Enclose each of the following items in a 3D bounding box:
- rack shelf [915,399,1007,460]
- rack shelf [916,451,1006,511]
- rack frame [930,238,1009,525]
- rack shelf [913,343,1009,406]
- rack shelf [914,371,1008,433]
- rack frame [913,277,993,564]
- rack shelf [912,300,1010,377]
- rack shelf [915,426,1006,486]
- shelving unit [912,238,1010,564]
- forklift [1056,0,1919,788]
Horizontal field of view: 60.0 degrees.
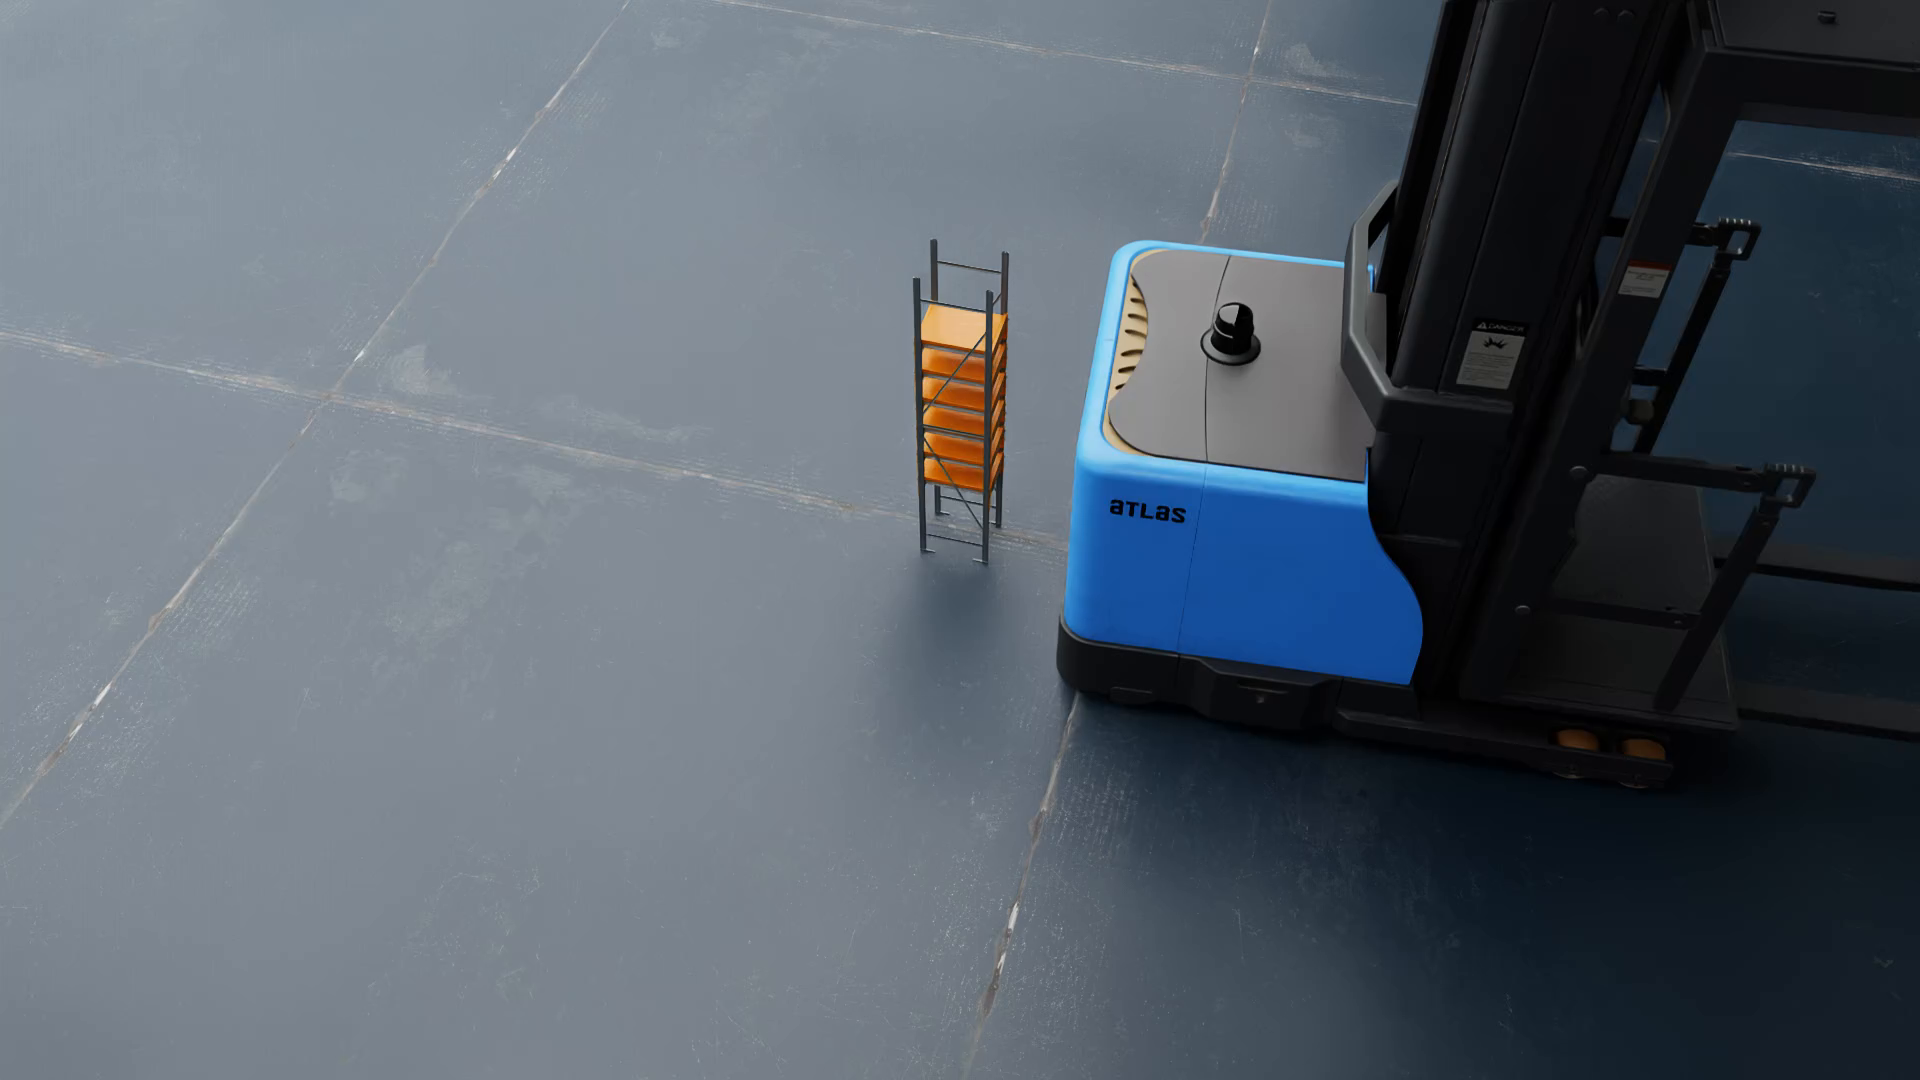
[{"bbox_3d":[0.004,-0.378,5.343,0.258,0.103,0.180,12,50,10],"label":"rack shelf"},{"bbox_3d":[0.004,-0.219,5.523,0.258,0.103,0.180,12,50,10],"label":"rack shelf"},{"bbox_3d":[0.028,-0.474,5.368,0.240,1.200,0.006,12,50,10],"label":"rack frame"},{"bbox_3d":[0.004,-0.537,5.163,0.258,0.103,0.180,12,50,10],"label":"rack shelf"},{"bbox_3d":[0.004,-0.458,5.253,0.258,0.103,0.180,12,50,10],"label":"rack shelf"},{"bbox_3d":[-0.020,-0.341,5.251,0.240,1.200,0.006,12,50,10],"label":"rack frame"},{"bbox_3d":[0.004,-0.616,5.073,0.258,0.103,0.180,12,50,10],"label":"rack shelf"},{"bbox_3d":[0.004,-0.299,5.433,0.258,0.103,0.180,12,50,10],"label":"rack shelf"},{"bbox_3d":[0.004,-0.407,5.309,0.258,1.200,0.189,12,50,10],"label":"shelving unit"},{"bbox_3d":[1.874,-0.647,4.366,3.031,2.935,1.130,8,49,7],"label":"forklift"}]
